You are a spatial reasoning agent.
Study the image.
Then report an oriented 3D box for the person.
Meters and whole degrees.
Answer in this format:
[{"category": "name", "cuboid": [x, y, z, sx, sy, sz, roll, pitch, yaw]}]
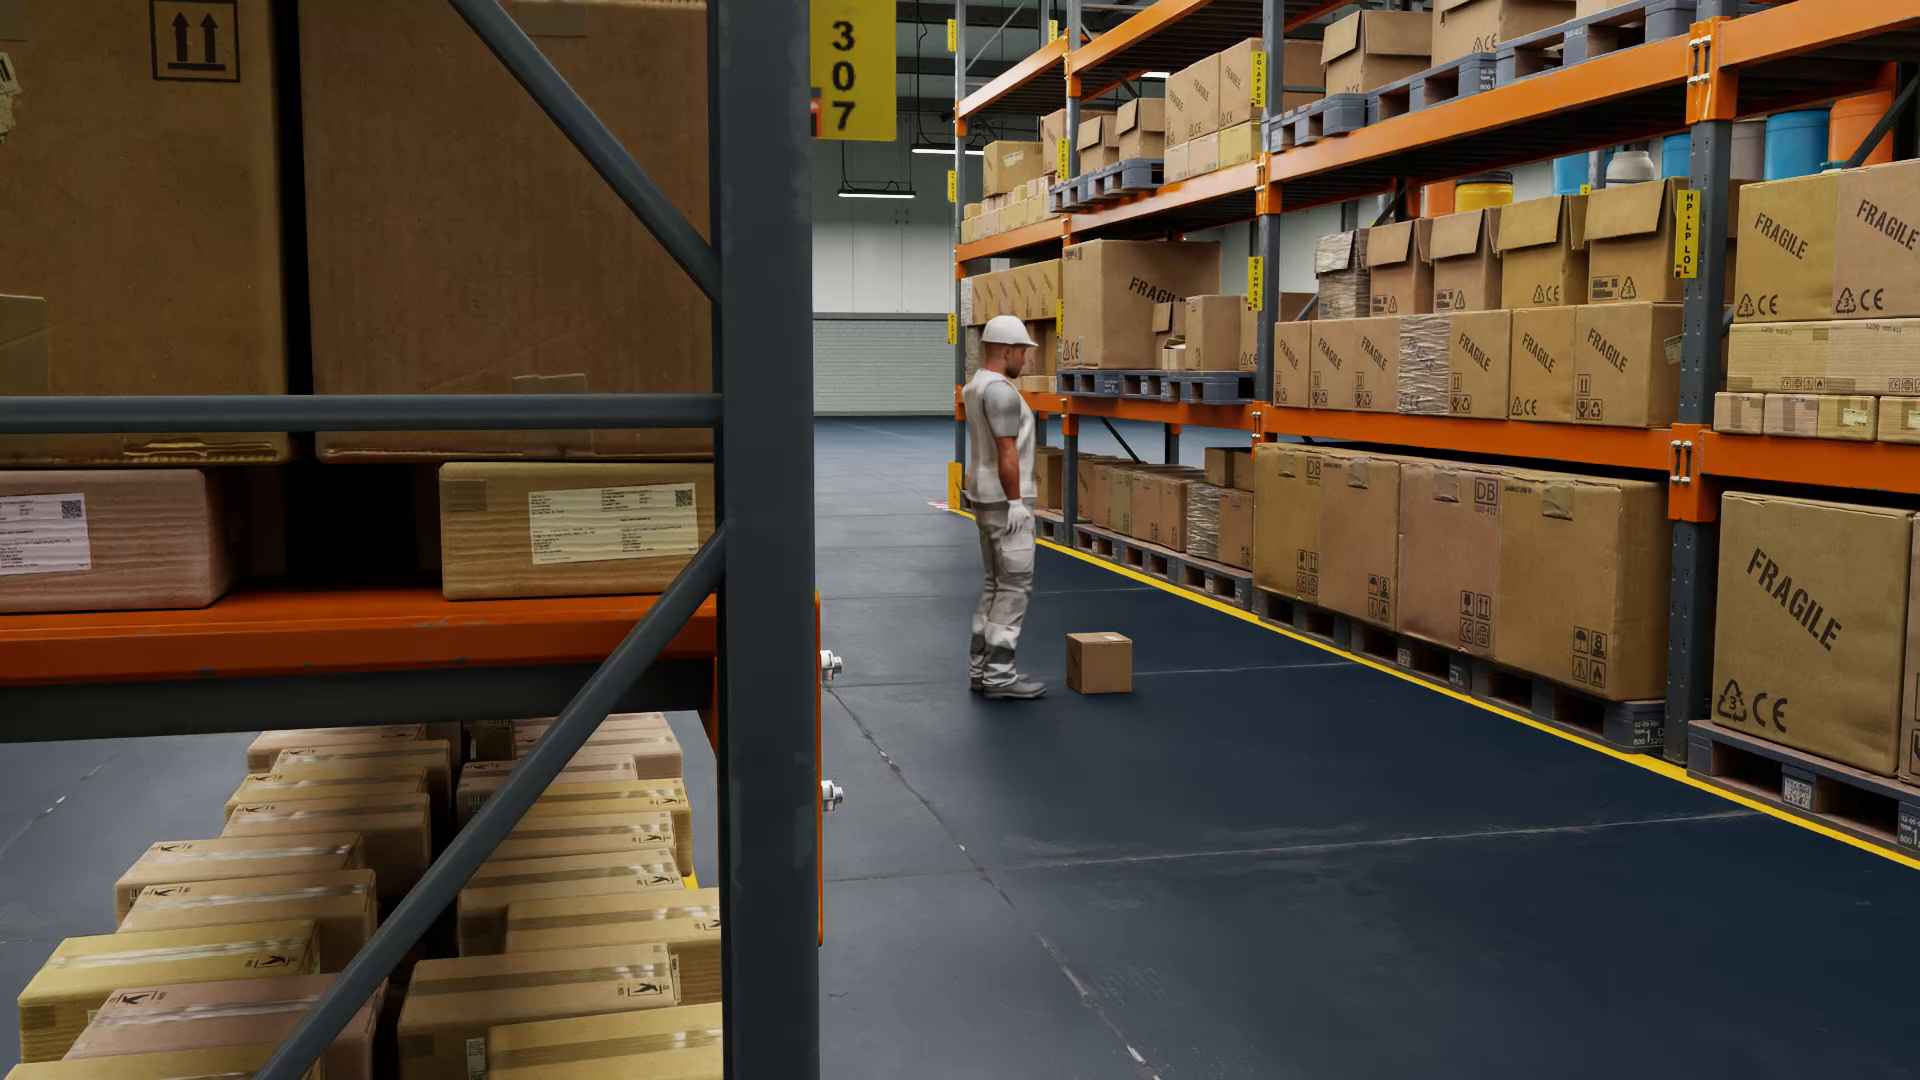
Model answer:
[{"category": "person", "cuboid": [0.202, -0.159, 7.824, 0.351, 1.777, 0.528, -1, 6, -13]}]
